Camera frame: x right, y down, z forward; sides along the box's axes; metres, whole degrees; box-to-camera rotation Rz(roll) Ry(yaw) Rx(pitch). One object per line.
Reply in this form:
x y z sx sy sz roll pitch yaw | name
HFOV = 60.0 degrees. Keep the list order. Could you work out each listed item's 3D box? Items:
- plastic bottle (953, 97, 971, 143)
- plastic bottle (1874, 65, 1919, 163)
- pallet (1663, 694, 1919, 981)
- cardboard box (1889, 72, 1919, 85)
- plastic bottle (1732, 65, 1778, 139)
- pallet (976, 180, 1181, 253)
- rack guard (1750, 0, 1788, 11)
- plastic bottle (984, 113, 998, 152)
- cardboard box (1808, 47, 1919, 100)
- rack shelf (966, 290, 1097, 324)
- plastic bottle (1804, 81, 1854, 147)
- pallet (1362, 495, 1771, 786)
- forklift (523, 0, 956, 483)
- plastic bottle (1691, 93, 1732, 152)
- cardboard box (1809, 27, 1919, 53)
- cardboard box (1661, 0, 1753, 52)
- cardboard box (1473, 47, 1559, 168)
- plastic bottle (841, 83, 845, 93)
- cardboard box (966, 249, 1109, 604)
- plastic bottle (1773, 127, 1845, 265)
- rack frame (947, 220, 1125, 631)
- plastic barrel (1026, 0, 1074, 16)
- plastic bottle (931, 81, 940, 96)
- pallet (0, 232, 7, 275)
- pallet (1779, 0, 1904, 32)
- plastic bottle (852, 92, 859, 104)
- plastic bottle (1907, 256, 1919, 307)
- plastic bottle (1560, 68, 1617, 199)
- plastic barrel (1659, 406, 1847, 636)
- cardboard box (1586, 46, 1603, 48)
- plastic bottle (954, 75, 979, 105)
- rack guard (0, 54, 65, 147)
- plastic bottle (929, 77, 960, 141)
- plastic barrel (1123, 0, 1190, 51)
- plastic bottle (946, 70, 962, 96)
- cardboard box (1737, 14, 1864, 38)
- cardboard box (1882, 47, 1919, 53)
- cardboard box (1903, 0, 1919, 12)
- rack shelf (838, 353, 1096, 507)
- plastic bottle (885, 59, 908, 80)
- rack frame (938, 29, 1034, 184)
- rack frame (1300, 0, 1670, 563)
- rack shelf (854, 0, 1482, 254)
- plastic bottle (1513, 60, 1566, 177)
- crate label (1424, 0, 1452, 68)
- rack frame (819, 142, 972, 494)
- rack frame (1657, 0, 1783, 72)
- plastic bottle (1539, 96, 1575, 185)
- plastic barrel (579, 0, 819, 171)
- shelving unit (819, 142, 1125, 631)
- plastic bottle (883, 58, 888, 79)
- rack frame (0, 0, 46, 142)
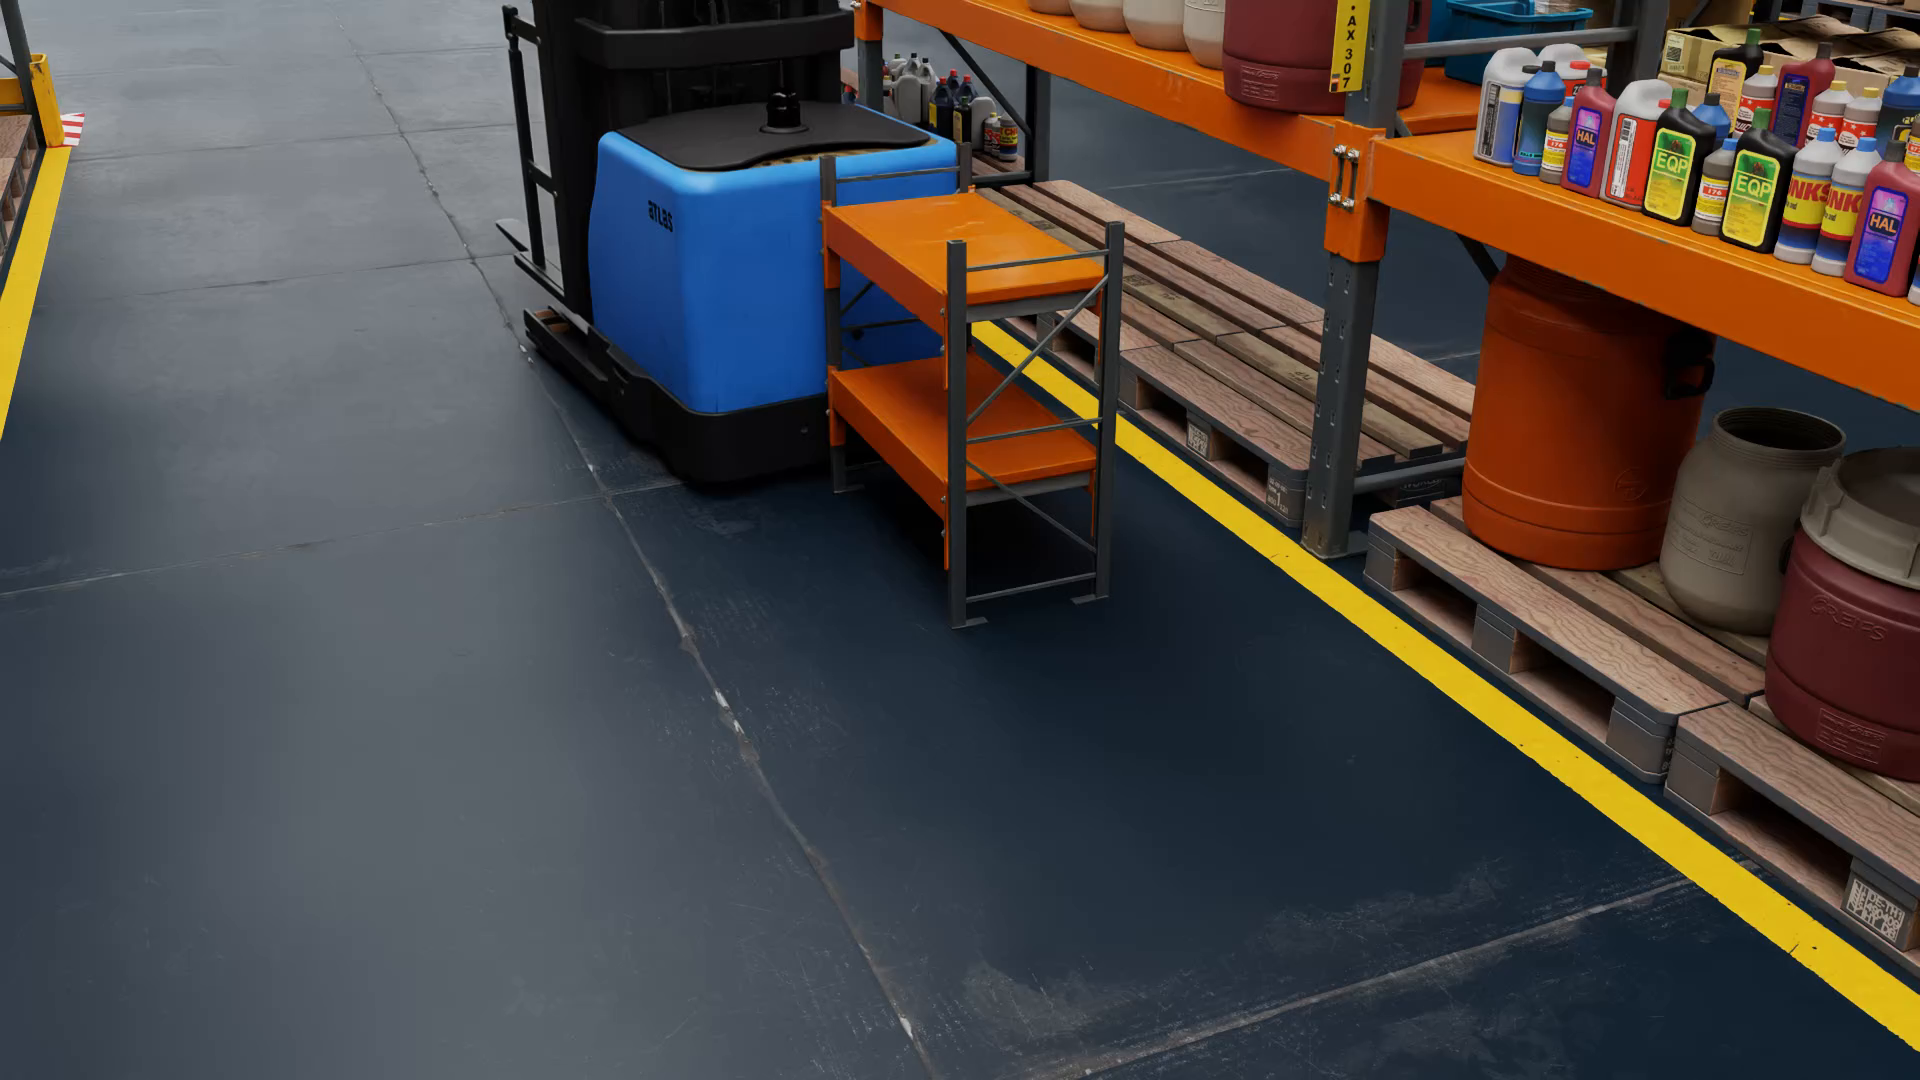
0.011 -2.290 9.117 0.061 0.283 0.133 -11 28 -21 | plastic bottle
2.294 -1.018 4.063 0.097 0.271 0.097 0 26 0 | plastic bottle
2.369 0.669 3.640 1.003 0.211 1.213 -11 28 -21 | pallet
5.077 -2.227 8.408 0.500 0.311 0.500 -10 28 -19 | cardboard box
2.128 -1.158 4.430 0.097 0.201 0.097 0 26 0 | plastic bottle
0.325 -1.439 7.956 1.003 0.211 1.213 -11 28 -21 | pallet
7.561 -5.165 15.259 1.175 0.500 0.348 -11 28 -21 | rack guard
0.181 -2.228 9.083 0.097 0.201 0.097 0 26 0 | plastic bottle
4.869 -2.436 8.836 0.500 0.311 0.500 -12 28 -22 | cardboard box
0.003 -0.814 4.846 0.416 0.054 0.922 -11 28 -21 | rack shelf
2.218 -1.065 4.239 0.097 0.201 0.097 0 26 0 | plastic bottle
1.895 0.177 4.647 1.003 0.211 1.213 -11 28 -21 | pallet
-1.937 -10.694 23.913 19.219 2.843 37.947 -14 29 -26 | forklift
1.678 -0.871 3.763 0.097 0.271 0.097 0 26 0 | plastic bottle
5.173 -2.734 9.446 0.500 0.311 0.500 -10 28 -19 | cardboard box
4.647 -3.383 10.560 0.500 0.500 0.500 -11 28 -21 | cardboard box
5.470 0.347 2.493 5.886 1.356 7.345 -11 28 -21 | cardboard box
-0.653 -2.426 9.394 0.061 0.283 0.133 -11 28 -21 | plastic bottle
0.200 -0.297 4.577 0.475 0.981 0.035 -12 28 -23 | cardboard box
2.178 -0.287 2.566 0.097 0.271 2.212 -11 28 -21 | plastic bottle
0.202 -0.298 4.577 0.500 1.125 0.032 -11 28 -21 | rack frame
0.442 -2.343 6.475 0.433 0.535 0.433 0 26 0 | plastic barrel
-0.119 -2.500 9.560 0.097 0.271 0.097 0 26 0 | plastic bottle
-4.871 -1.163 7.392 1.003 0.211 1.213 -11 28 -21 | pallet
5.877 -1.760 8.614 9.879 0.211 12.008 -11 28 -21 | pallet
-0.536 -2.220 8.896 0.144 0.351 0.185 -11 28 -22 | plastic bottle
1.893 -0.582 3.169 0.097 0.271 0.097 0 26 0 | plastic bottle
1.507 -0.964 3.939 0.061 0.283 0.133 -11 28 -21 | plastic bottle
2.059 -0.051 4.292 0.421 0.512 0.421 0 26 0 | plastic barrel
3.971 -3.158 10.955 0.500 0.250 0.500 -11 28 -21 | cardboard box
0.047 -2.407 9.278 0.144 0.351 0.185 -10 28 -19 | plastic bottle
-6.112 -2.612 10.030 1.175 0.500 0.348 -11 28 -21 | rack guard
-0.085 -2.382 9.227 0.144 0.351 0.185 -11 28 -21 | plastic bottle
0.784 -1.986 5.772 0.421 0.512 0.421 0 26 0 | plastic barrel
-0.026 -2.483 9.434 0.144 0.351 0.185 -12 28 -23 | plastic bottle
4.963 -2.943 9.874 0.500 0.311 0.500 -11 28 -21 | cardboard box
5.366 -2.532 9.033 0.500 0.311 0.500 -11 28 -21 | cardboard box
8.184 -4.564 13.526 0.700 0.500 0.500 -12 29 -24 | cardboard box
0.003 -0.349 5.073 0.459 0.093 0.952 -11 28 -21 | rack shelf
-0.389 -2.818 10.206 0.152 0.276 0.135 -10 28 -20 | plastic bottle
-0.021 -3.002 7.979 0.949 2.616 0.053 -11 28 -21 | rack frame
1.548 -1.387 4.673 1.000 3.000 0.127 -11 28 -21 | rack frame
0.765 -1.872 6.484 1.077 0.370 4.000 -11 28 -21 | rack shelf
1.440 -1.048 4.124 0.097 0.271 0.097 0 26 0 | plastic bottle
1.408 -1.851 5.582 0.502 0.435 0.616 -11 28 -21 | crate label
-0.196 -0.708 5.418 0.500 1.125 0.032 -11 28 -21 | rack frame
4.541 -3.852 9.720 1.000 3.000 0.127 -11 28 -21 | rack frame
1.479 -0.977 4.059 0.097 0.201 0.097 0 26 0 | plastic bottle
-0.858 -1.943 5.779 0.905 2.708 0.517 -11 28 -21 | plastic barrel
-11.214 -3.521 5.624 19.663 6.000 13.307 -11 28 -21 | shelving unit
-0.486 -2.803 10.167 0.061 0.283 0.133 -11 28 -21 | plastic bottle
-6.142 -3.766 9.544 1.000 3.000 0.127 -11 28 -21 | rack frame
